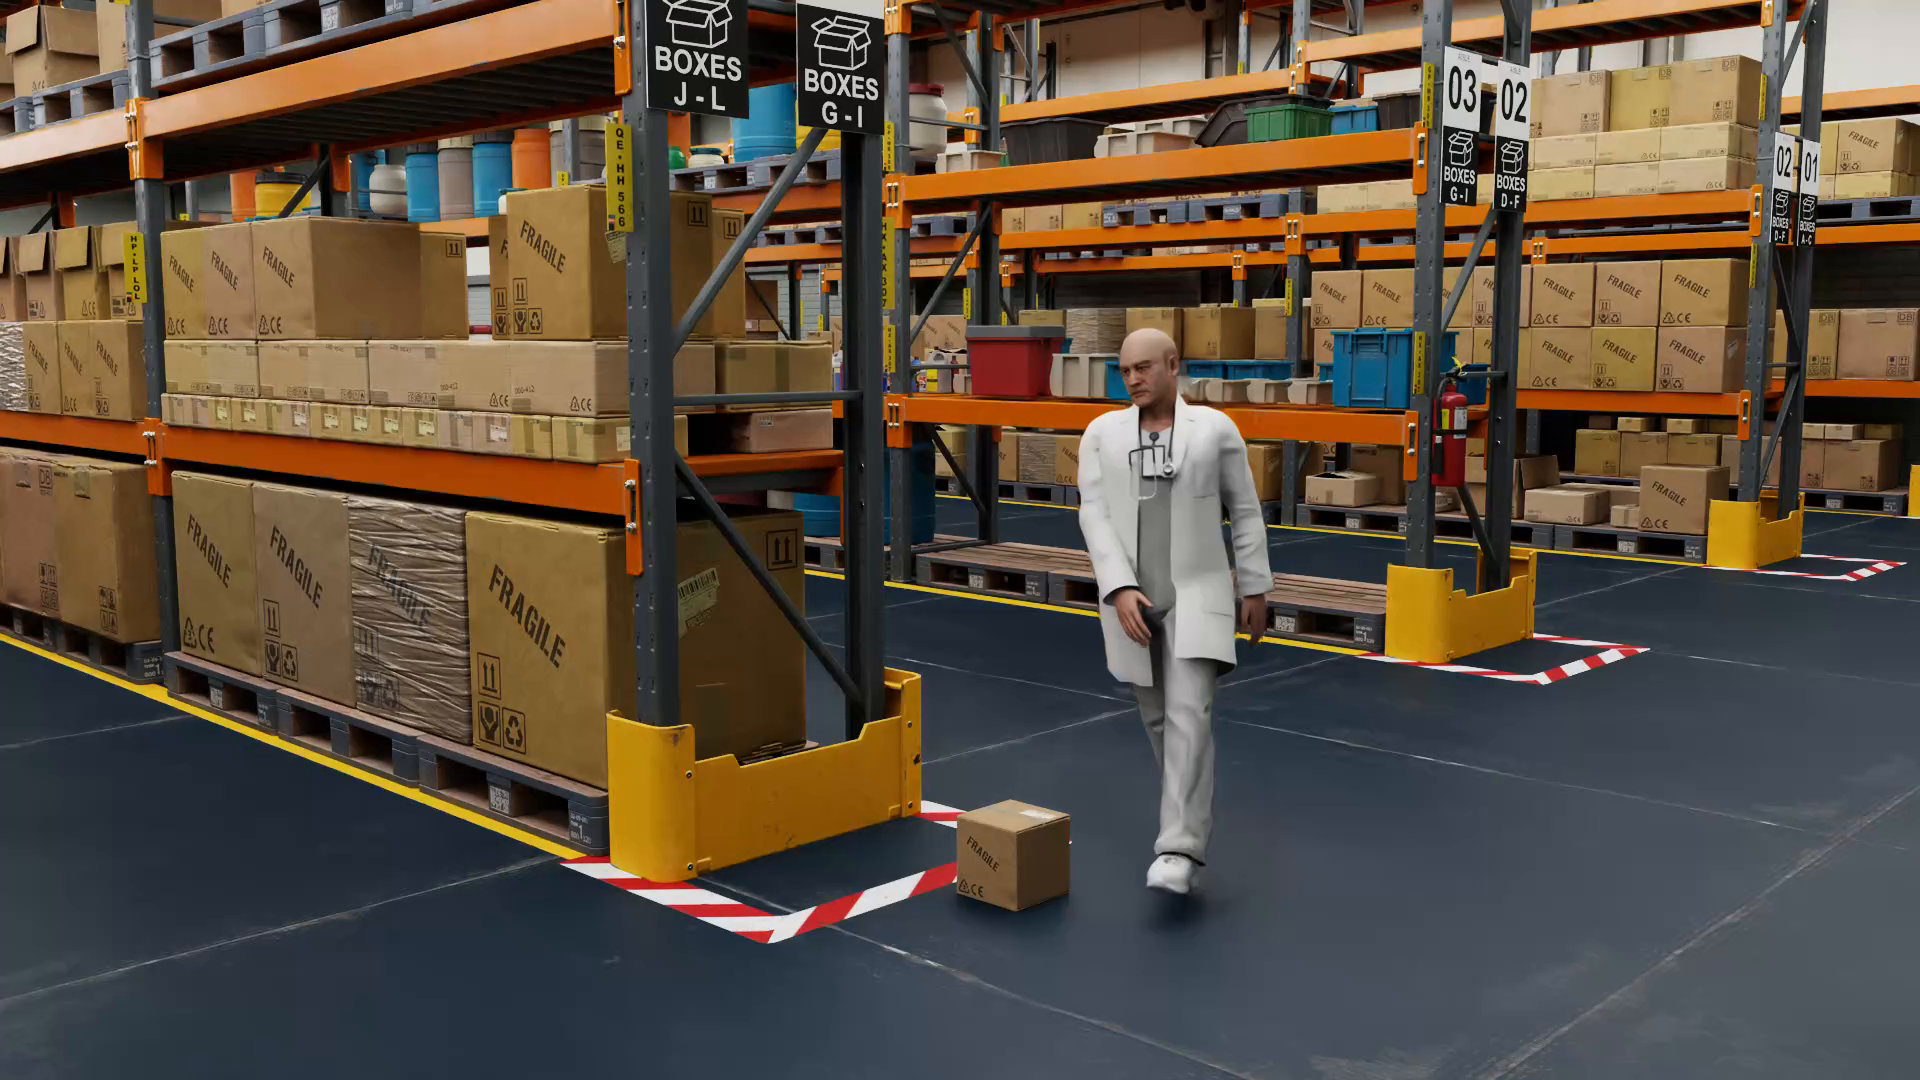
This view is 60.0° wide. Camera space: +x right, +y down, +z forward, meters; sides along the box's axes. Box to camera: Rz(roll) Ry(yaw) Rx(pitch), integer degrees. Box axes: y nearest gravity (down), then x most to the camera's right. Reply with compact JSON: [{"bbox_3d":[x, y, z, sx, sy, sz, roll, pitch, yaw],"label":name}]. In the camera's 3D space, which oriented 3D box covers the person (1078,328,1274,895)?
[{"bbox_3d":[0.656,0.188,5.280,0.618,1.711,1.109,2,7,19],"label":"person"}]
